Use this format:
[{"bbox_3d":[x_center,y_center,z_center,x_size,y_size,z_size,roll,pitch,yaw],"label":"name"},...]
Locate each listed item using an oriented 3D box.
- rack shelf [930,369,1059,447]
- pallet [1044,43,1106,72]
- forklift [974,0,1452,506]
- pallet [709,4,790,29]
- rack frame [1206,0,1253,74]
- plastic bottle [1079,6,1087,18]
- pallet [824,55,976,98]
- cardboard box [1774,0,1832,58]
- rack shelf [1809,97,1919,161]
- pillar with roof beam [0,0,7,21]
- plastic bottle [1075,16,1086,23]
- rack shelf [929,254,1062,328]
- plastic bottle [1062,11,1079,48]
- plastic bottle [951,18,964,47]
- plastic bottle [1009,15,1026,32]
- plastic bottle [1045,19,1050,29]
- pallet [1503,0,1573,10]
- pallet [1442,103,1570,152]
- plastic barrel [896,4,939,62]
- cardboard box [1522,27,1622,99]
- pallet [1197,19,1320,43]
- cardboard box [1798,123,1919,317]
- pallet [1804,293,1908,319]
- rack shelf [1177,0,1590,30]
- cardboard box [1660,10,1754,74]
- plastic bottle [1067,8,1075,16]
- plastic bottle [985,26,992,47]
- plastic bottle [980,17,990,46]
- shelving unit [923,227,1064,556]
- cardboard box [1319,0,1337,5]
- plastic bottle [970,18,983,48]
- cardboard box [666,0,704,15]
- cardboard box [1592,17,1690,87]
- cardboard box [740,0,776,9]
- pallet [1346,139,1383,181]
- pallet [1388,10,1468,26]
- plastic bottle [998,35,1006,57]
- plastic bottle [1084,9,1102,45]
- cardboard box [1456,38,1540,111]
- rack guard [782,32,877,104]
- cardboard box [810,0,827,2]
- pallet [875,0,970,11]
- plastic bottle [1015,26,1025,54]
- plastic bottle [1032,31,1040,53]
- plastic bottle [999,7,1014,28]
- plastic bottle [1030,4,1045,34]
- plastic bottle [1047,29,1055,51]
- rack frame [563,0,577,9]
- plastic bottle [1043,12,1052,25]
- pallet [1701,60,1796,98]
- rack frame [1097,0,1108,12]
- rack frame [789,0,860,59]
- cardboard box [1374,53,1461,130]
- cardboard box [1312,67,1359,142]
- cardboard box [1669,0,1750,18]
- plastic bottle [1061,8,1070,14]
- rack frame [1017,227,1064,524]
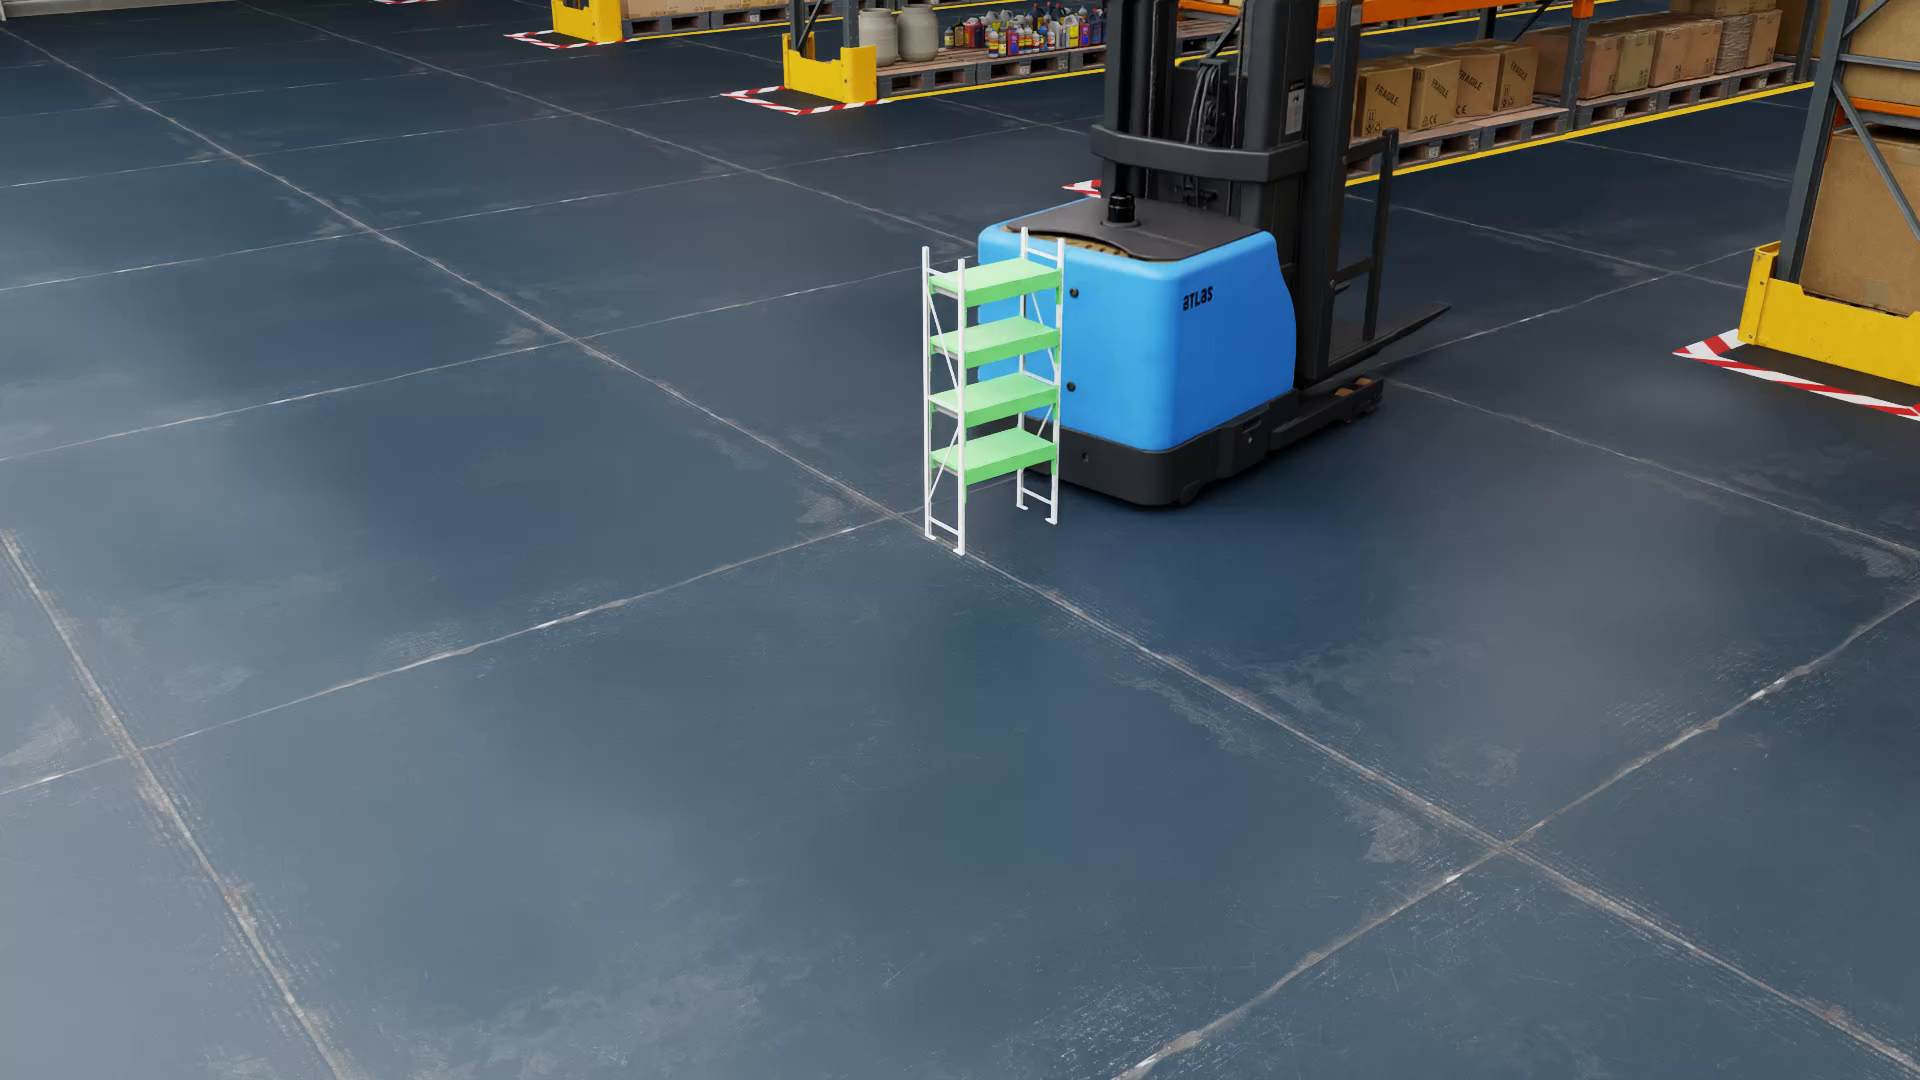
[{"bbox_3d":[0.130,-0.529,6.617,0.480,0.148,0.258,-18,31,-34],"label":"rack shelf"},{"bbox_3d":[1.309,-5.243,17.796,1.213,0.211,1.003,-18,31,-34],"label":"pallet"},{"bbox_3d":[1.408,-2.012,7.604,1.130,2.935,3.031,20,32,36],"label":"forklift"},{"bbox_3d":[-2.803,-6.534,20.578,1.213,0.211,1.003,-18,31,-34],"label":"pallet"},{"bbox_3d":[1.772,-3.989,11.781,0.127,3.000,1.000,-18,31,-34],"label":"rack frame"},{"bbox_3d":[1.342,-5.693,18.171,0.097,0.271,0.097,0,25,0],"label":"plastic bottle"},{"bbox_3d":[-0.611,-4.609,16.430,1.213,0.211,1.003,-18,31,-34],"label":"pallet"},{"bbox_3d":[8.623,-5.466,16.989,0.875,0.875,1.225,-20,32,-36],"label":"cardboard box"},{"bbox_3d":[6.327,-2.512,9.455,4.000,0.370,1.077,-18,31,-34],"label":"rack shelf"},{"bbox_3d":[-9.446,-9.116,15.703,0.400,9.000,9.100,-18,31,-34],"label":"pillar with roof beam"},{"bbox_3d":[1.272,-5.362,17.454,0.135,0.276,0.152,-18,31,-34],"label":"plastic bottle"},{"bbox_3d":[0.130,-0.965,6.415,0.480,0.148,0.258,-18,31,-34],"label":"rack shelf"},{"bbox_3d":[1.129,-5.270,17.166,0.185,0.351,0.144,-18,31,-34],"label":"plastic bottle"},{"bbox_3d":[-0.029,-5.255,17.215,0.133,0.283,0.061,-17,30,-33],"label":"plastic bottle"},{"bbox_3d":[0.600,-5.358,17.445,0.135,0.276,0.152,-18,31,-34],"label":"plastic bottle"},{"bbox_3d":[0.933,-5.233,17.167,0.133,0.283,0.061,-18,31,-34],"label":"plastic bottle"},{"bbox_3d":[7.526,-7.295,22.218,1.213,0.211,1.003,-18,31,-34],"label":"pallet"},{"bbox_3d":[4.413,-3.577,14.206,1.213,0.211,1.003,-18,31,-34],"label":"pallet"},{"bbox_3d":[-0.419,-5.018,16.455,0.421,0.512,0.421,0,25,0],"label":"plastic barrel"},{"bbox_3d":[5.416,-4.246,14.782,0.500,0.500,0.700,-21,32,-38],"label":"cardboard box"},{"bbox_3d":[3.418,-5.939,19.296,1.213,0.211,1.003,-18,31,-34],"label":"pallet"},{"bbox_3d":[5.246,-1.744,8.970,0.875,0.875,0.875,-18,30,-34],"label":"cardboard box"},{"bbox_3d":[5.334,-1.288,9.274,1.213,0.211,1.003,-18,31,-34],"label":"pallet"},{"bbox_3d":[3.346,-4.182,13.052,4.000,0.370,1.077,-18,31,-34],"label":"rack shelf"},{"bbox_3d":[7.124,-4.803,15.983,0.500,0.500,0.700,-21,32,-38],"label":"cardboard box"},{"bbox_3d":[1.171,-5.570,17.893,0.133,0.283,0.061,-18,31,-34],"label":"plastic bottle"},{"bbox_3d":[0.306,-5.238,17.274,0.097,0.201,0.097,0,25,0],"label":"plastic bottle"},{"bbox_3d":[0.215,-5.308,17.337,0.135,0.276,0.152,-19,31,-35],"label":"plastic bottle"},{"bbox_3d":[0.130,-0.587,6.590,0.503,1.200,0.258,-18,31,-34],"label":"shelving unit"},{"bbox_3d":[2.558,-3.988,12.079,0.250,0.149,0.380,-18,31,-34],"label":"cardboard box"},{"bbox_3d":[0.172,-5.240,17.182,0.133,0.283,0.061,-18,31,-34],"label":"plastic bottle"},{"bbox_3d":[-3.388,-6.411,19.768,0.500,0.250,0.500,-18,31,-34],"label":"cardboard box"},{"bbox_3d":[6.243,-4.509,15.349,0.500,0.500,0.700,-21,32,-38],"label":"cardboard box"},{"bbox_3d":[-2.597,-6.669,20.324,0.500,0.250,0.500,-18,31,-34],"label":"cardboard box"},{"bbox_3d":[2.493,-2.943,12.840,1.213,0.211,1.003,-18,31,-34],"label":"pallet"},{"bbox_3d":[5.605,-6.661,20.852,1.213,0.211,1.003,-18,31,-34],"label":"pallet"},{"bbox_3d":[0.416,-4.954,16.663,0.097,0.201,0.097,0,25,0],"label":"plastic bottle"},{"bbox_3d":[1.383,-5.354,17.347,0.185,0.351,0.144,-20,32,-37],"label":"plastic bottle"},{"bbox_3d":[4.580,-3.994,14.262,0.500,0.500,0.500,-19,31,-36],"label":"cardboard box"},{"bbox_3d":[-1.254,-4.531,15.919,0.348,0.500,1.175,-18,31,-34],"label":"rack guard"},{"bbox_3d":[-1.820,-6.934,20.895,0.500,0.250,0.500,-18,31,-34],"label":"cardboard box"},{"bbox_3d":[-0.635,-7.250,22.120,1.213,0.211,1.003,-18,31,-34],"label":"pallet"},{"bbox_3d":[0.604,-5.048,16.782,0.097,0.271,0.097,0,25,0],"label":"plastic bottle"},{"bbox_3d":[0.761,-5.068,16.908,0.097,0.201,0.097,0,25,0],"label":"plastic bottle"},{"bbox_3d":[0.489,-5.435,17.521,0.185,0.351,0.144,-19,31,-34],"label":"plastic bottle"},{"bbox_3d":[0.823,-5.545,17.759,0.185,0.351,0.144,-20,31,-36],"label":"plastic bottle"},{"bbox_3d":[0.923,-5.121,17.023,0.097,0.201,0.097,0,25,0],"label":"plastic bottle"},{"bbox_3d":[-4.338,-7.271,18.854,0.127,3.000,1.000,-18,31,-34],"label":"rack frame"},{"bbox_3d":[0.932,-5.480,17.714,0.097,0.271,0.097,0,25,0],"label":"plastic bottle"},{"bbox_3d":[7.451,-4.599,16.409,1.213,0.211,1.003,-18,31,-34],"label":"pallet"},{"bbox_3d":[1.863,-6.668,17.555,0.127,3.000,1.000,-18,31,-34],"label":"rack frame"},{"bbox_3d":[-1.285,-5.629,15.316,0.127,3.000,1.000,-18,31,-34],"label":"rack frame"},{"bbox_3d":[3.694,-3.655,13.533,0.500,0.500,0.500,-22,33,-38],"label":"cardboard box"},{"bbox_3d":[2.723,-3.368,12.915,0.500,0.500,0.500,-10,27,-21],"label":"cardboard box"},{"bbox_3d":[7.147,-5.147,15.834,0.500,0.250,0.500,-14,29,-28],"label":"cardboard box"},{"bbox_3d":[1.104,-5.602,17.970,0.135,0.276,0.152,-17,30,-32],"label":"plastic bottle"},{"bbox_3d":[0.322,-0.651,6.727,0.015,1.200,0.240,-18,31,-34],"label":"rack frame"}]
